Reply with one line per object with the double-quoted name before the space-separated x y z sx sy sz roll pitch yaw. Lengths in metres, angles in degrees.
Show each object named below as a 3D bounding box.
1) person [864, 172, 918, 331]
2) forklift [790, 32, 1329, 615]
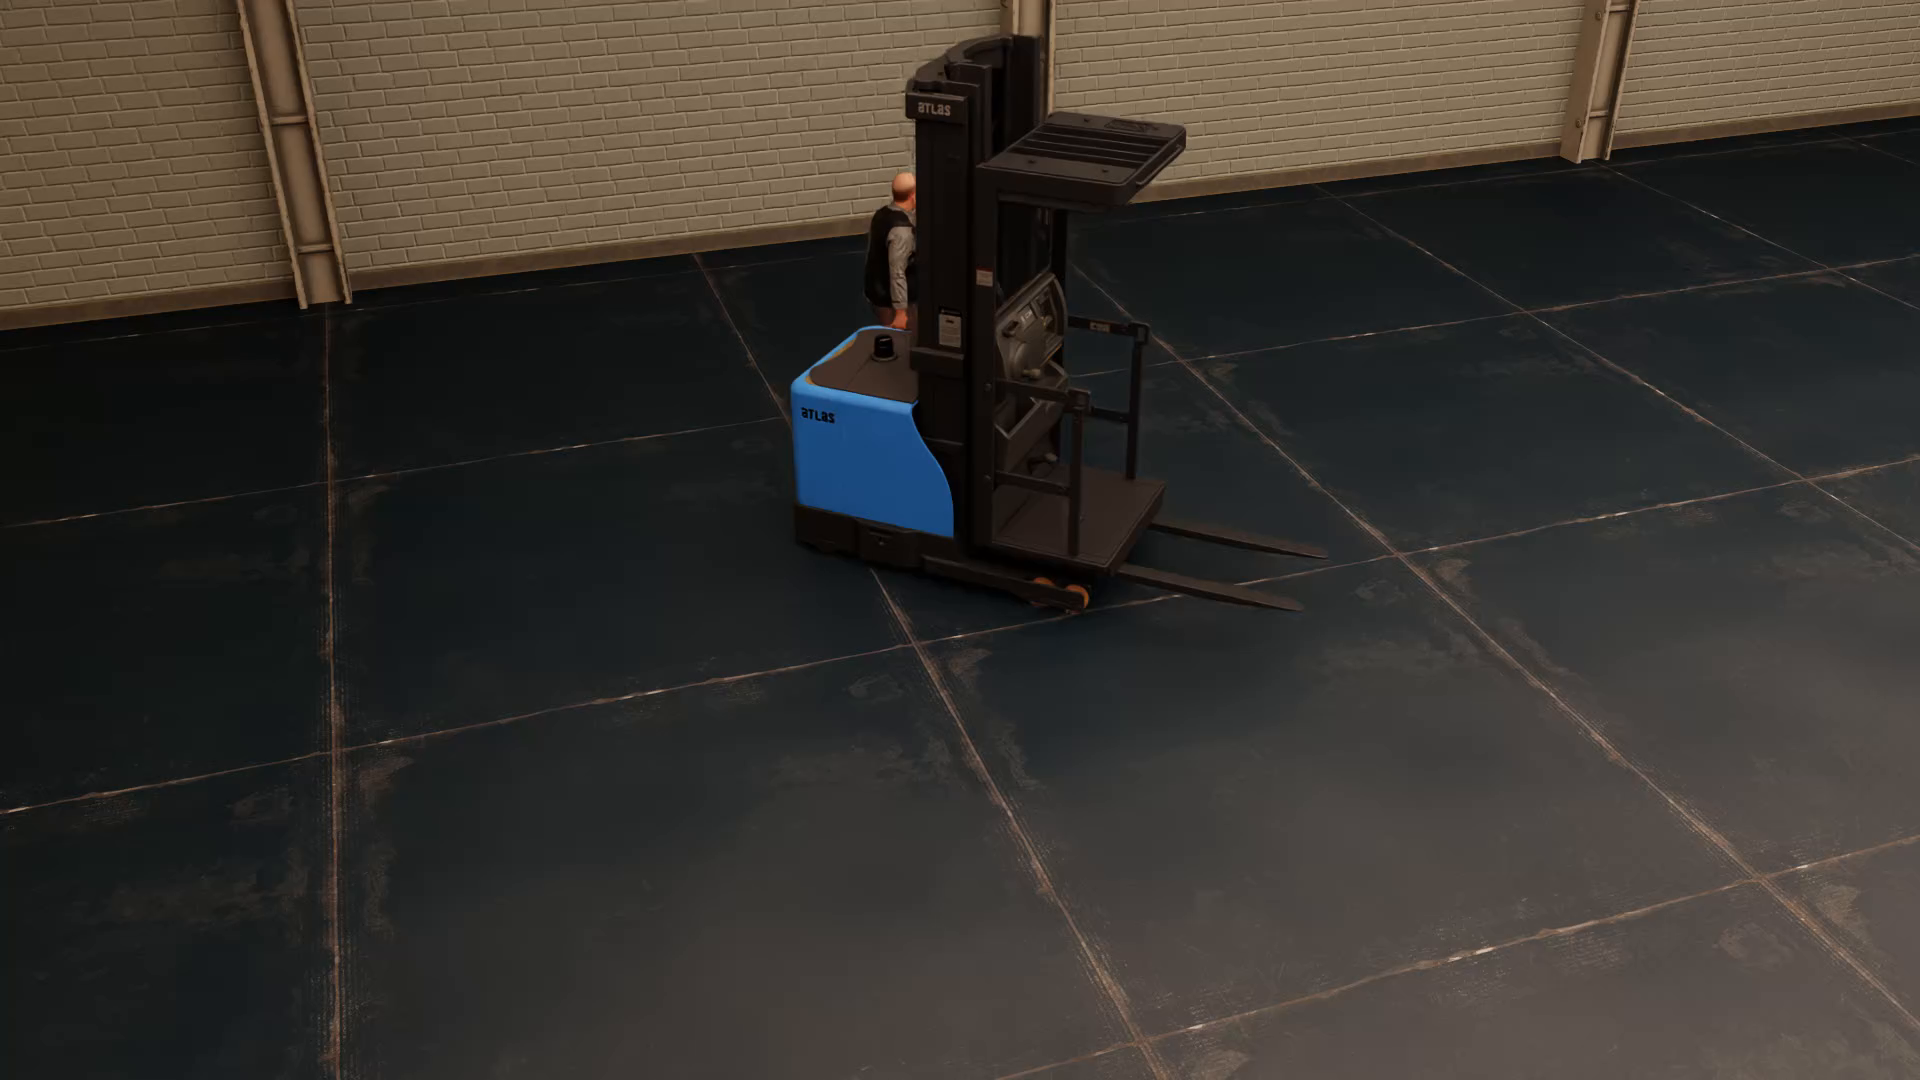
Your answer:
"person" -0.437 -1.629 11.173 0.408 1.690 0.841 -10 31 -17
"forklift" 0.579 -1.154 9.093 3.031 2.935 1.130 12 32 20
